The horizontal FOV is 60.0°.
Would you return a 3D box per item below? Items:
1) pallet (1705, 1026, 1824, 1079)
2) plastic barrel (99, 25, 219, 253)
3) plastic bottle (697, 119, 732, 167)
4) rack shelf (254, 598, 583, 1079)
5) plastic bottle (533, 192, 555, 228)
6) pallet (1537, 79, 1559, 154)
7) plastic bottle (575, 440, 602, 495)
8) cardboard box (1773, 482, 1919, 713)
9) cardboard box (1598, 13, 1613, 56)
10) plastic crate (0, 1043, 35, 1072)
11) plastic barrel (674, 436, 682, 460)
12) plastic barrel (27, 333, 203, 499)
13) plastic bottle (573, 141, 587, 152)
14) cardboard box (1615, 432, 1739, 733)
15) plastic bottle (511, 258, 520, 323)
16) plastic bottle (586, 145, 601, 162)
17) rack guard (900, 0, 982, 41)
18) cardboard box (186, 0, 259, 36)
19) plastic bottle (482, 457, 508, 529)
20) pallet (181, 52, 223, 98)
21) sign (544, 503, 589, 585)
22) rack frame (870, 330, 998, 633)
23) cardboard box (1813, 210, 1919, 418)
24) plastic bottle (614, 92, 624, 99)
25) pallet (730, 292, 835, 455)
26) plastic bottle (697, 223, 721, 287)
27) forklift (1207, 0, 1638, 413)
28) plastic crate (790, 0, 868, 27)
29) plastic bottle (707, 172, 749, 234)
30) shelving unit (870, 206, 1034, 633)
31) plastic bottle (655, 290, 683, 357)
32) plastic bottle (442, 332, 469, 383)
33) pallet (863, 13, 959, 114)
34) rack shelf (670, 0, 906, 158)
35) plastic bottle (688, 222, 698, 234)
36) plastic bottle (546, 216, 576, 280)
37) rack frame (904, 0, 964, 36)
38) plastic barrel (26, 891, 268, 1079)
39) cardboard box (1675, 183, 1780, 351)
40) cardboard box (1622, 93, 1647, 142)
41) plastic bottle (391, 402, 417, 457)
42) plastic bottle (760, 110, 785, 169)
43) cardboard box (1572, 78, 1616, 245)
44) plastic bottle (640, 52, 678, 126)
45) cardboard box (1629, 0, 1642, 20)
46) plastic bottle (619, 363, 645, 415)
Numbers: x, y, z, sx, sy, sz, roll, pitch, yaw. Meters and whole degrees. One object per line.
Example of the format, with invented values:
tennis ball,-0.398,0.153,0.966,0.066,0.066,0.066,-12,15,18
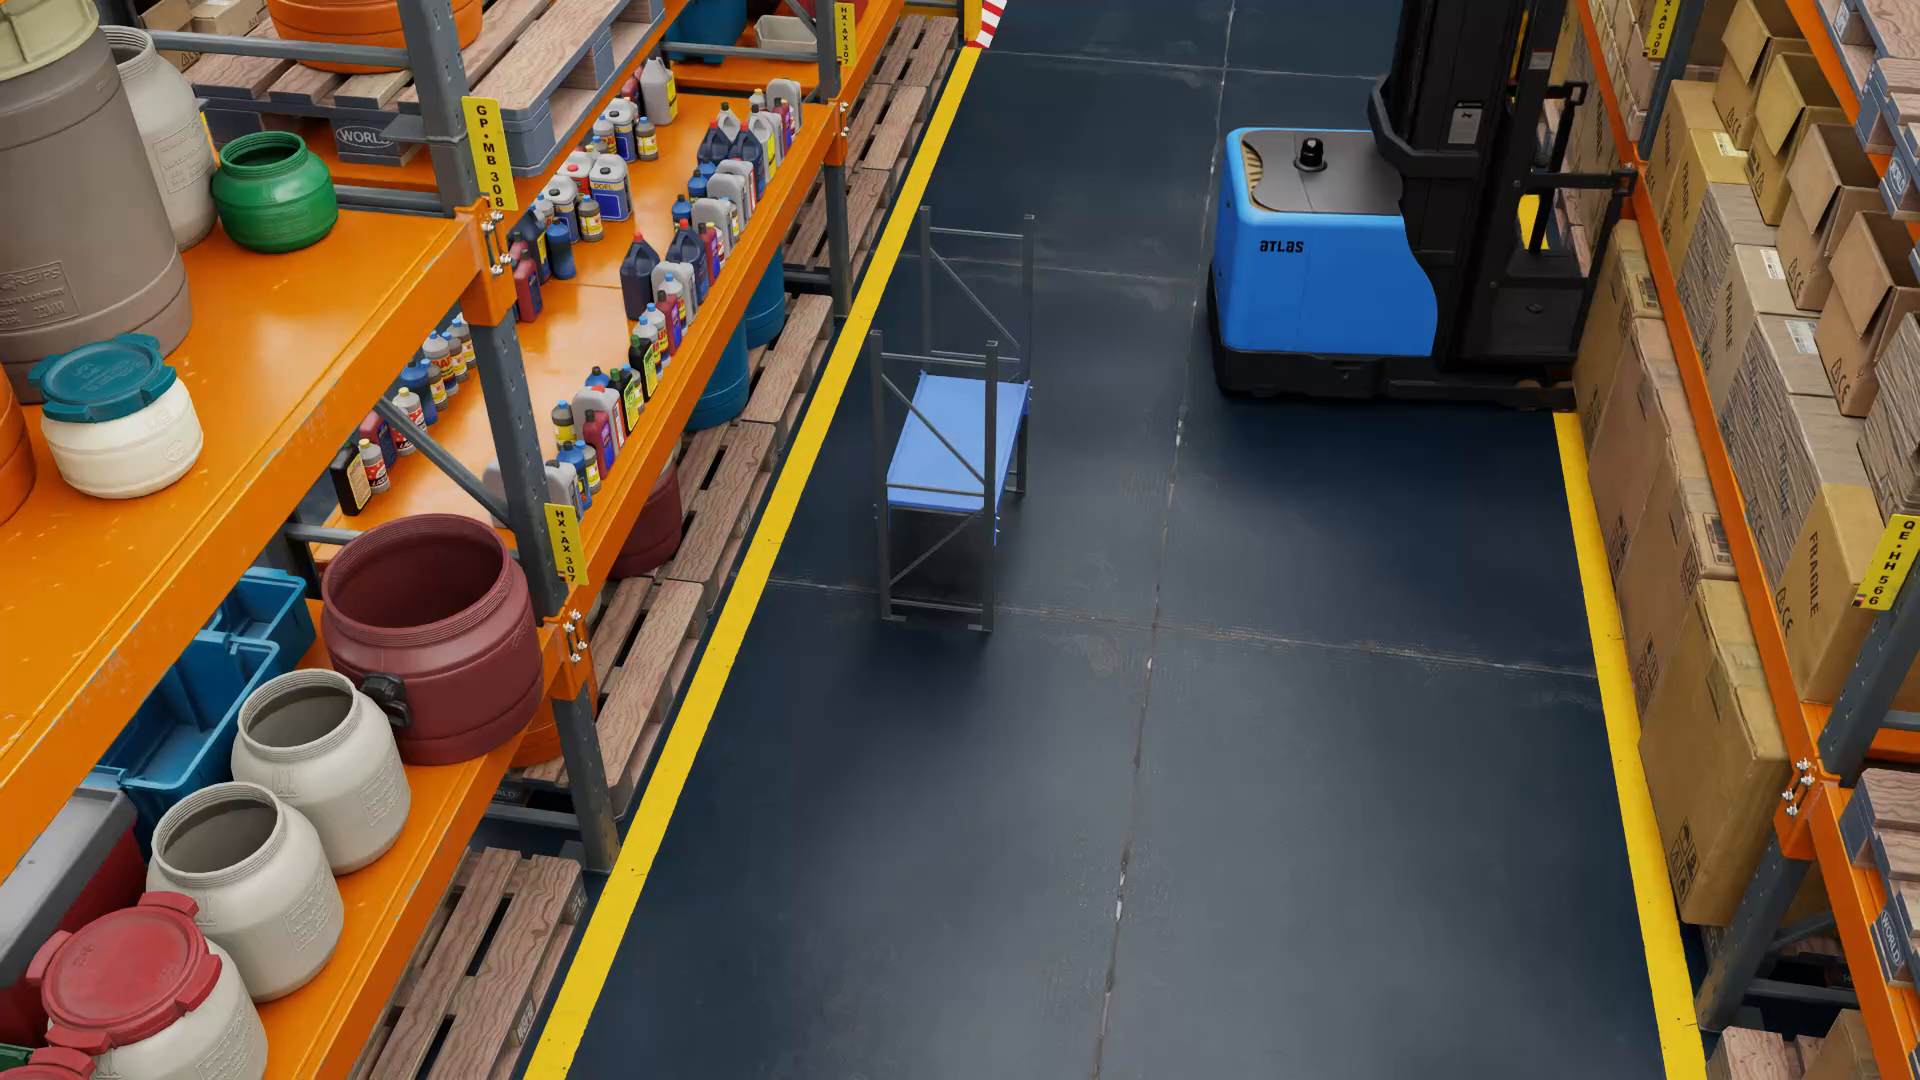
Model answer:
pallet,2.934,2.134,5.100,1.003,0.211,1.213,6,40,8
plastic barrel,-2.163,-1.015,4.279,0.421,0.512,0.421,0,40,0
plastic bottle,-1.126,-1.756,7.655,0.144,0.351,0.185,6,40,8
rack shelf,-2.153,1.555,4.176,1.077,0.370,4.000,6,40,8
plastic bottle,-1.818,-1.393,7.279,0.097,0.271,0.097,0,40,0
pallet,4.394,-2.867,11.149,1.003,0.211,1.213,6,40,8
plastic bottle,-1.350,-0.268,5.972,0.097,0.201,0.097,0,40,0
cardboard box,2.912,0.193,5.181,0.500,0.500,0.500,8,40,9
cardboard box,3.671,-2.718,8.978,0.380,0.149,0.250,7,40,9
plastic crate,-2.476,1.491,3.856,0.450,0.188,0.662,6,40,8
plastic barrel,-1.534,-0.562,7.796,0.421,0.512,0.421,0,40,0
plastic barrel,-1.797,-0.256,3.557,0.301,0.262,0.301,0,40,0
plastic bottle,-1.752,-1.702,7.643,0.061,0.283,0.133,6,40,8
cardboard box,3.373,0.236,6.545,1.225,0.875,0.875,7,40,8
plastic bottle,-1.891,-1.072,6.828,0.144,0.351,0.185,6,40,8
plastic bottle,-1.714,-1.741,7.755,0.097,0.201,0.097,0,40,0
rack guard,-0.431,-4.051,12.354,1.175,0.500,0.348,6,40,8
cardboard box,-5.346,-3.695,11.775,0.500,0.250,0.500,6,40,8
plastic bottle,-1.564,-0.182,5.811,0.152,0.276,0.135,6,40,8
pallet,-5.664,-3.160,11.504,1.003,0.211,1.213,6,40,8
sign,-1.264,0.016,5.345,0.100,0.325,0.005,6,40,8
rack frame,-0.103,-0.205,6.918,0.500,1.500,0.032,6,40,8
cardboard box,3.329,-0.722,5.500,0.797,0.503,0.637,7,40,9
plastic bottle,-1.640,-2.036,8.056,0.097,0.271,0.097,0,40,0
pallet,-1.290,-0.933,8.810,1.003,0.211,1.213,6,40,8
plastic bottle,-1.074,-1.234,7.077,0.061,0.283,0.133,6,40,8
forklift,2.886,-2.139,8.134,3.031,2.935,1.130,2,40,2
plastic crate,-0.713,-3.068,9.106,0.402,0.464,0.583,6,40,8
plastic bottle,-1.039,-1.527,7.437,0.152,0.276,0.135,6,40,8
shelving unit,-0.015,-0.524,7.304,0.538,1.500,1.048,6,40,8
plastic bottle,-1.169,-0.888,6.659,0.061,0.283,0.133,6,40,8
plastic bottle,-1.995,-0.722,6.522,0.097,0.201,0.097,0,40,0
pallet,-0.604,-3.410,11.806,1.003,0.211,1.213,6,40,8
rack shelf,-0.769,-3.466,10.249,1.077,0.370,4.000,6,40,8
plastic bottle,-1.155,-1.227,7.077,0.097,0.271,0.097,0,40,0
plastic bottle,-1.709,-1.255,7.112,0.097,0.271,0.097,0,40,0
rack frame,-0.423,-4.998,11.538,1.000,3.000,0.127,6,40,8
plastic barrel,-1.916,1.172,3.968,0.433,0.535,0.433,0,40,0
cardboard box,3.264,-1.089,6.732,0.500,0.500,0.500,6,40,7
cardboard box,3.493,-2.072,8.196,0.380,0.149,0.250,7,40,8
plastic bottle,-2.079,-0.417,6.153,0.097,0.201,0.097,0,40,0
plastic bottle,-0.928,-1.928,7.922,0.152,0.276,0.135,6,40,8
cardboard box,4.112,-2.255,9.558,0.875,0.875,0.875,6,40,8
plastic bottle,-1.502,-2.258,8.263,0.144,0.351,0.185,6,40,8
cardboard box,3.670,-2.919,8.320,0.500,0.500,0.500,7,40,8
plastic bottle,-1.264,-0.581,6.351,0.097,0.201,0.097,0,40,0
